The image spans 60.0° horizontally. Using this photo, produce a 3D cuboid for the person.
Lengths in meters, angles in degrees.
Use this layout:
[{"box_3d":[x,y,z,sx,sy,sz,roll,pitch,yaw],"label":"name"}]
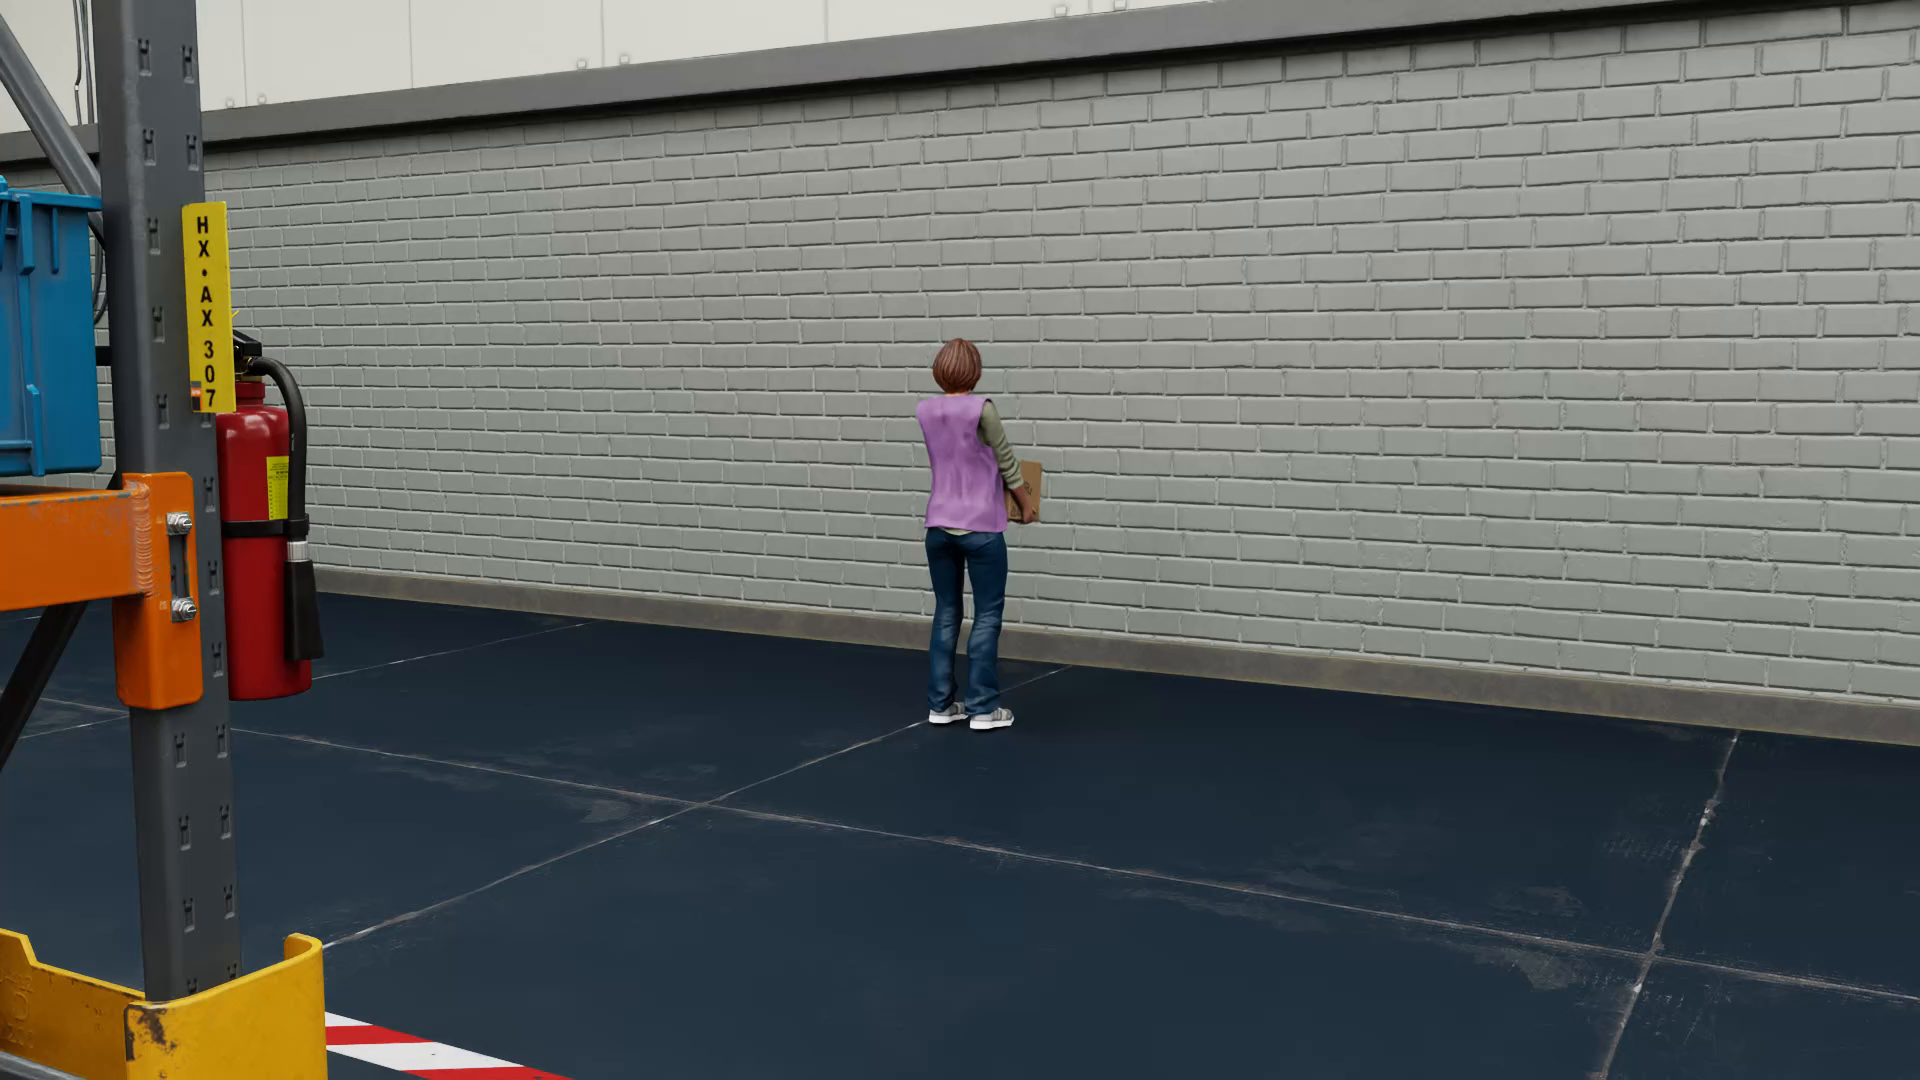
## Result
[{"box_3d":[0.072,-0.031,6.877,0.401,1.596,0.495,4,7,32],"label":"person"}]
